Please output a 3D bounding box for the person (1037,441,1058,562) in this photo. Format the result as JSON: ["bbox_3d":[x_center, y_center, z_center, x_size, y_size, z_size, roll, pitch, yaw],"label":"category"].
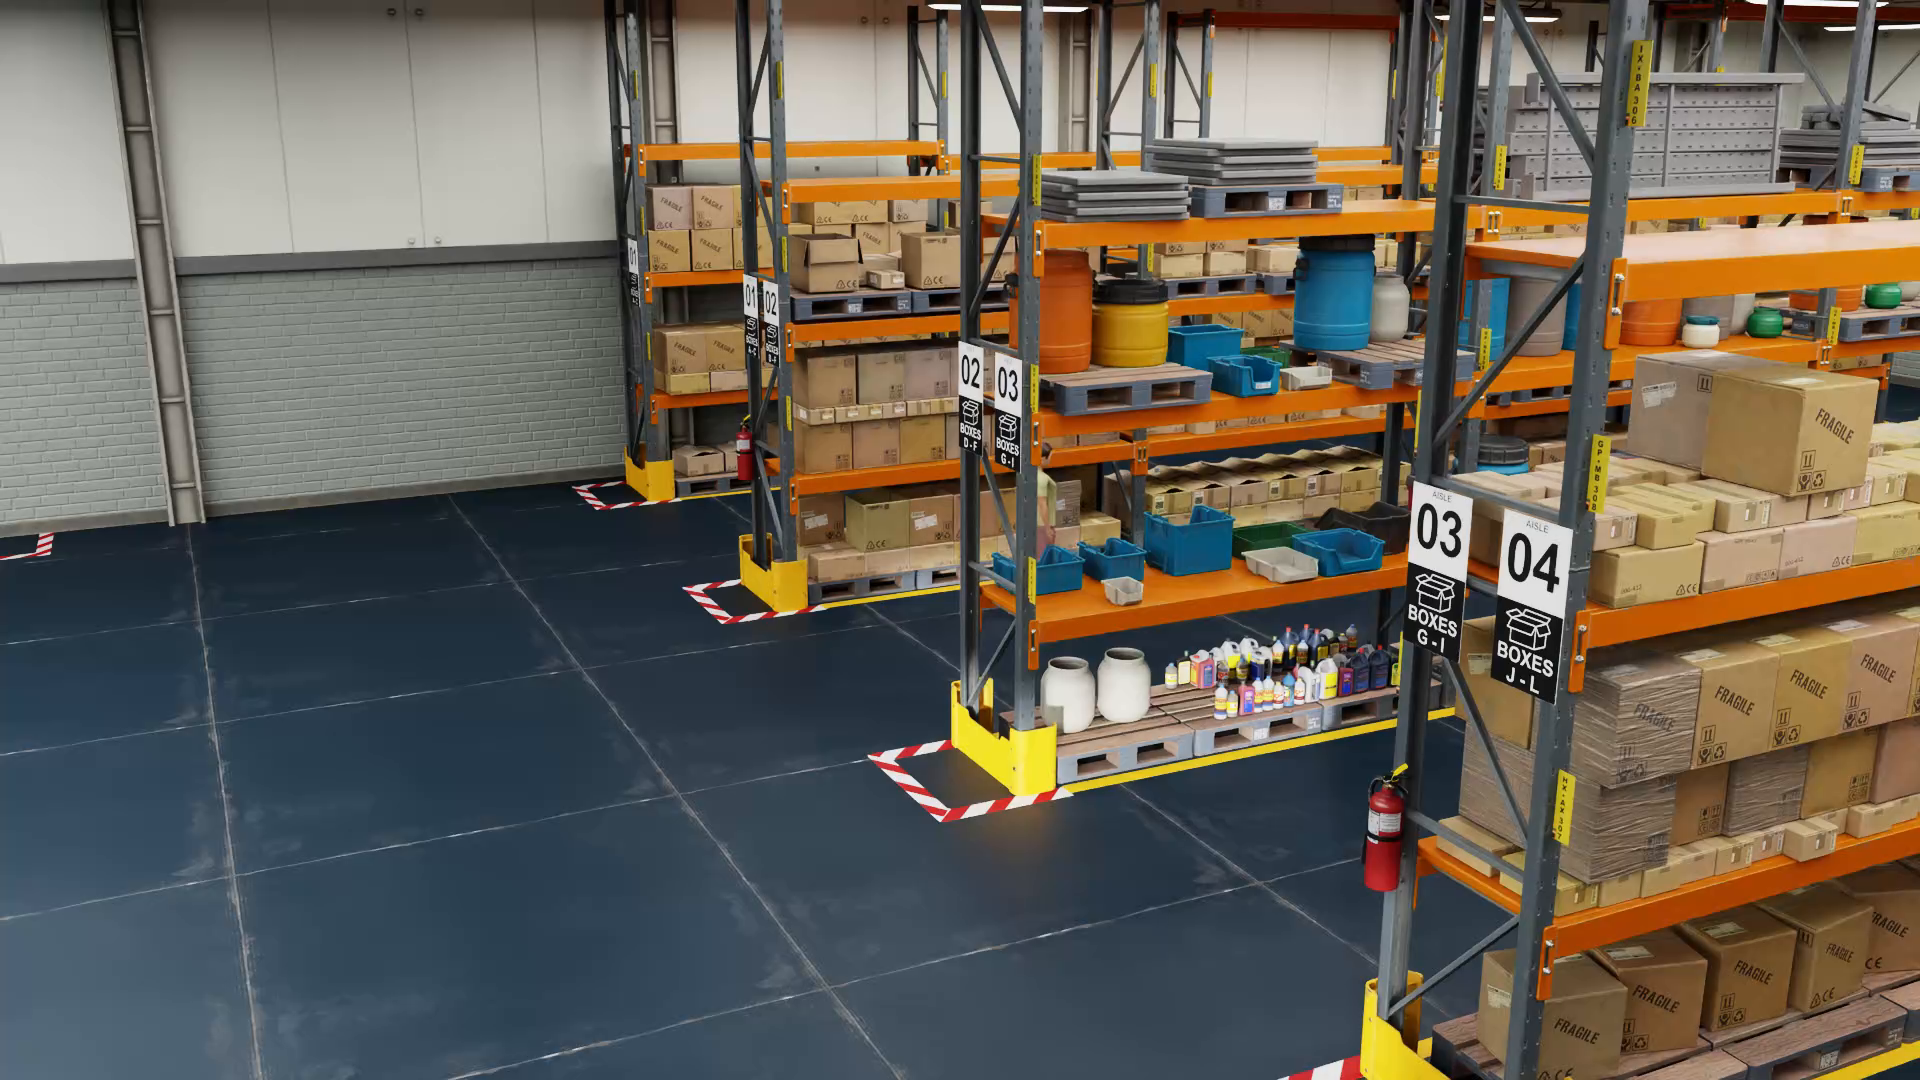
[{"bbox_3d":[0.795,-0.137,16.230,0.419,1.691,0.452,-7,17,-25],"label":"person"}]
